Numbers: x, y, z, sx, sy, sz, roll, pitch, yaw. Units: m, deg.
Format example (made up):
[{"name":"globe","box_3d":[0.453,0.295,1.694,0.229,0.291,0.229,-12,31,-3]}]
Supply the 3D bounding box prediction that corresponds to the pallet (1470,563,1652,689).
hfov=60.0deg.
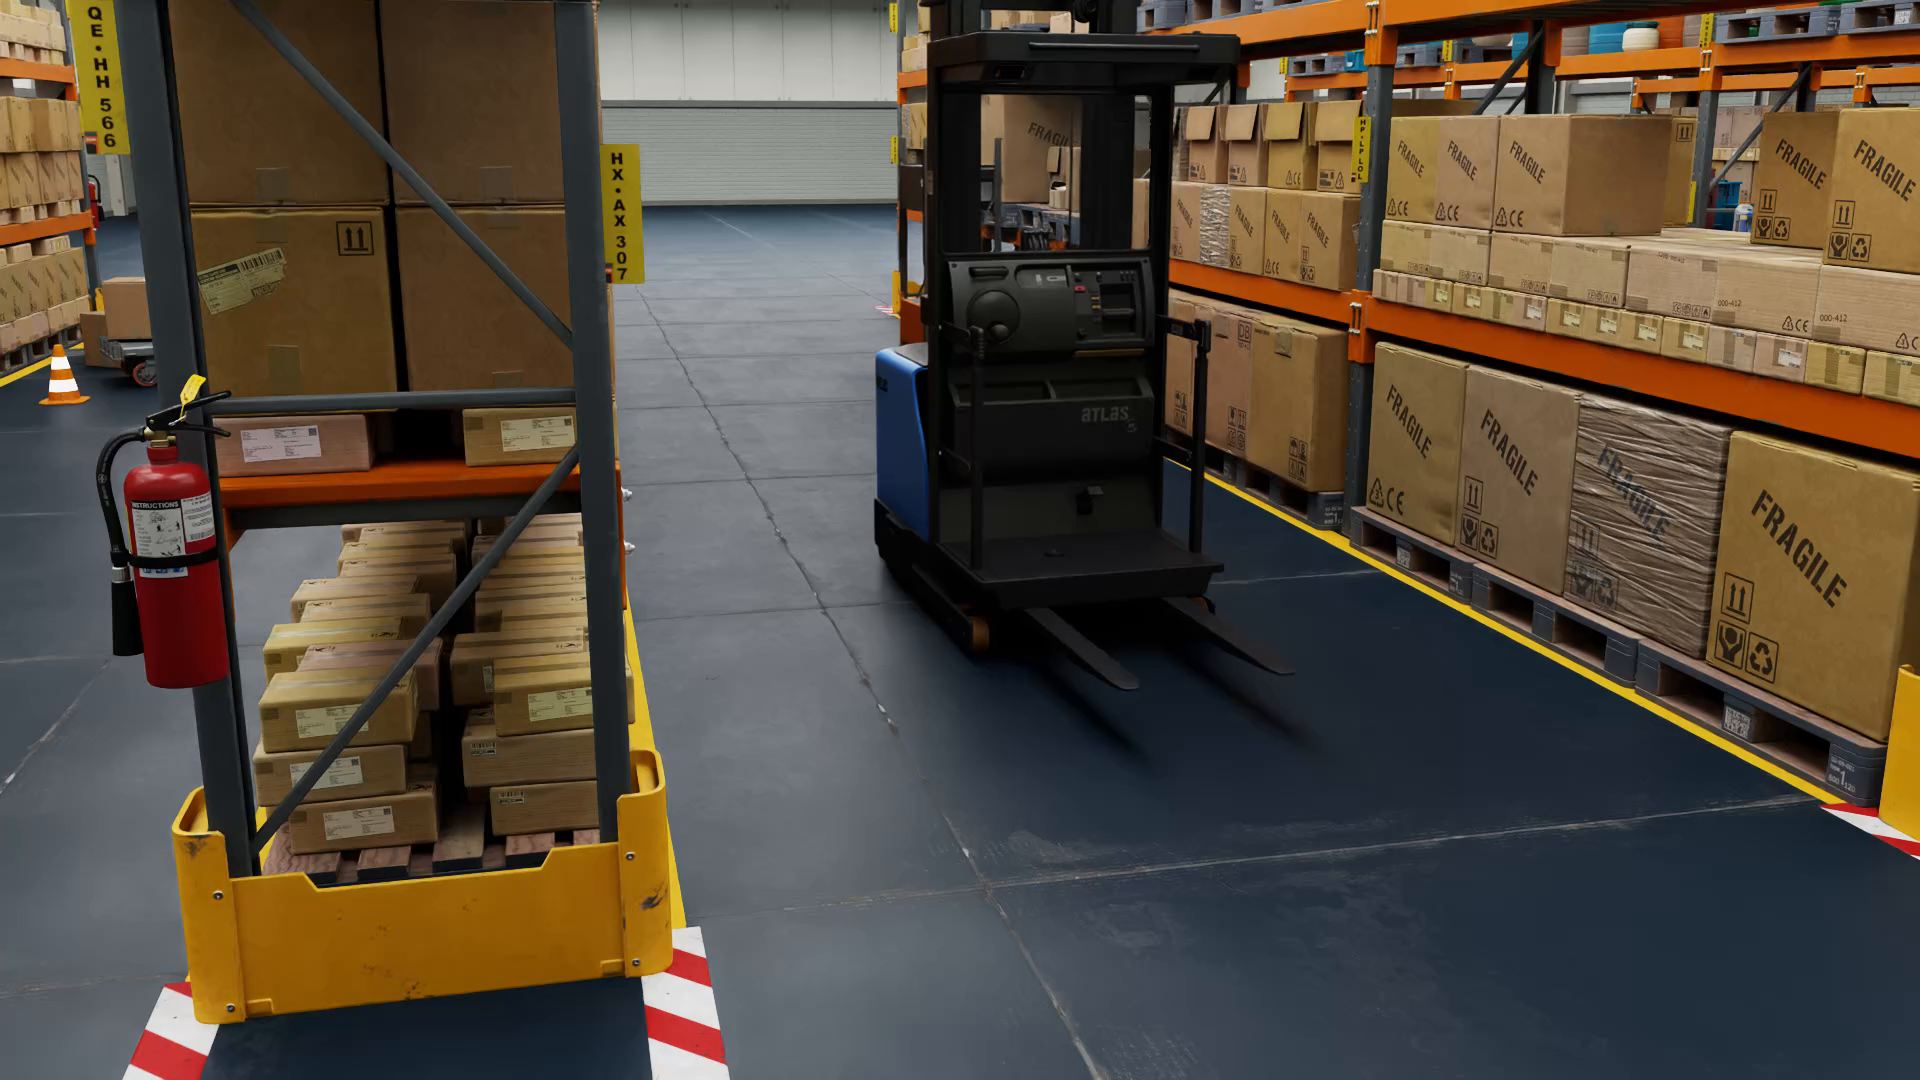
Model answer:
[{"name":"pallet","box_3d":[2.965,0.318,7.179,1.003,0.211,1.213,-3,14,-13]}]

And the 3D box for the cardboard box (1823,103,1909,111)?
[{"name":"cardboard box","box_3d":[10.213,-4.676,18.800,0.700,0.500,0.500,-3,14,-13]}]

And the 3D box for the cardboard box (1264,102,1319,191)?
[{"name":"cardboard box","box_3d":[2.264,-2.340,9.859,0.797,0.503,0.637,-3,14,-13]}]

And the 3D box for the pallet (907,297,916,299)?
[{"name":"pallet","box_3d":[-0.072,-2.705,19.553,1.003,0.211,1.213,-3,14,-13]}]

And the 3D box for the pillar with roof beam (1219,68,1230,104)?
[{"name":"pillar with roof beam","box_3d":[3.973,-14.576,49.629,9.100,9.000,0.400,-3,14,-13]}]

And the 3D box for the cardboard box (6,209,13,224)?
[{"name":"cardboard box","box_3d":[-9.021,-2.993,15.388,0.380,0.149,0.250,-3,14,-13]}]

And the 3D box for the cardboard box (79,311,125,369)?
[{"name":"cardboard box","box_3d":[-7.868,-1.901,15.650,0.500,0.500,0.500,7,15,26]}]

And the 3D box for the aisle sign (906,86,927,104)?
[{"name":"aisle sign","box_3d":[-0.552,-5.527,19.751,0.394,0.787,0.004,-3,14,-13]}]

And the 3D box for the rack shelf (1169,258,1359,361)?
[{"name":"rack shelf","box_3d":[2.103,-1.610,10.712,1.077,0.370,4.000,-3,14,-13]}]

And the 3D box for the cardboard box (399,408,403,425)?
[{"name":"cardboard box","box_3d":[-1.780,-0.376,4.675,0.380,0.149,0.250,-3,14,-14]}]

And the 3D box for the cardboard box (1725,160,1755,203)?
[{"name":"cardboard box","box_3d":[9.848,-4.401,20.409,0.700,0.500,0.500,-3,14,-11]}]

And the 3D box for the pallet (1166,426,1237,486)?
[{"name":"pallet","box_3d":[2.028,-0.599,10.935,1.003,0.211,1.213,-3,14,-13]}]

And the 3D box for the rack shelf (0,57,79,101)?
[{"name":"rack shelf","box_3d":[-9.409,-4.360,15.649,1.077,0.370,4.000,-3,14,-13]}]

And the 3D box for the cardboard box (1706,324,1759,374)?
[{"name":"cardboard box","box_3d":[2.930,-0.693,5.971,0.380,0.149,0.250,-3,14,-12]}]

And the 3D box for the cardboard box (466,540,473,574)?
[{"name":"cardboard box","box_3d":[-2.199,0.063,6.844,0.380,0.149,0.250,-4,14,-16]}]

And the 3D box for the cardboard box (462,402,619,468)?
[{"name":"cardboard box","box_3d":[-1.091,-0.293,4.335,0.380,0.149,0.250,-3,14,-14]}]

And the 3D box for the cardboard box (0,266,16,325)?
[{"name":"cardboard box","box_3d":[-8.815,-2.175,14.837,0.500,0.500,0.500,-3,14,-11]}]

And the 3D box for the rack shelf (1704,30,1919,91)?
[{"name":"rack shelf","box_3d":[6.917,-3.343,11.486,1.077,0.370,4.000,-3,14,-13]}]

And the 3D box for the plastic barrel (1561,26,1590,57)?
[{"name":"plastic barrel","box_3d":[5.992,-5.064,15.958,0.600,0.901,0.600,0,14,0]}]

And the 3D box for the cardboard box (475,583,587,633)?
[{"name":"cardboard box","box_3d":[-1.381,0.255,5.430,0.380,0.149,0.250,-4,14,-16]}]

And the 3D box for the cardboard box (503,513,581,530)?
[{"name":"cardboard box","box_3d":[-1.634,-0.050,6.680,0.380,0.149,0.250,-4,14,-16]}]

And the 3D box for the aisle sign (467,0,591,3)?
[{"name":"aisle sign","box_3d":[-1.024,-1.585,3.616,0.394,0.787,0.004,-3,14,-13]}]

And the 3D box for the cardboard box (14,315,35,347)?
[{"name":"cardboard box","box_3d":[-8.952,-1.933,15.428,0.500,0.250,0.500,-2,14,-10]}]

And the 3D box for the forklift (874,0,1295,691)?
[{"name":"forklift","box_3d":[0.467,-1.018,7.052,1.129,2.867,3.031,-4,14,-16]}]

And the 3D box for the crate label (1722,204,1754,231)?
[{"name":"crate label","box_3d":[6.713,-2.734,14.148,0.303,0.233,0.416,-3,14,-13]}]

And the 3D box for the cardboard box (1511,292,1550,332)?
[{"name":"cardboard box","box_3d":[2.623,-0.990,7.189,0.380,0.149,0.250,-3,14,-13]}]

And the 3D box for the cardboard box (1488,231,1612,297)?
[{"name":"cardboard box","box_3d":[2.667,-1.212,7.258,0.500,0.250,0.500,-3,14,-12]}]

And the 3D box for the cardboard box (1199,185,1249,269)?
[{"name":"cardboard box","box_3d":[1.845,-1.990,10.540,0.500,0.500,0.500,-3,14,-13]}]

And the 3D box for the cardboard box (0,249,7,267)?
[{"name":"cardboard box","box_3d":[-8.786,-2.522,14.892,0.380,0.149,0.250,-3,14,-12]}]

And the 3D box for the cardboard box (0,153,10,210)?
[{"name":"cardboard box","box_3d":[-8.912,-3.216,14.932,0.500,0.500,0.500,-3,14,-13]}]

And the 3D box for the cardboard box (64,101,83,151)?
[{"name":"cardboard box","box_3d":[-9.547,-4.287,17.210,0.700,0.500,0.500,-4,14,-15]}]

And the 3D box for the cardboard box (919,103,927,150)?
[{"name":"cardboard box","box_3d":[-0.152,-4.572,18.376,0.500,0.500,0.500,-3,14,-13]}]

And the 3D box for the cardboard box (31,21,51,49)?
[{"name":"cardboard box","box_3d":[-9.393,-5.023,16.535,0.500,0.250,0.500,-3,14,-14]}]

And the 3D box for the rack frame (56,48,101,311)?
[{"name":"rack frame","box_3d":[-9.879,-3.714,17.808,1.000,3.000,0.127,-3,14,-13]}]

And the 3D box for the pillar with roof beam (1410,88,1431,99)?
[{"name":"pillar with roof beam","box_3d":[6.792,-11.808,38.298,9.100,9.000,0.400,-3,14,-13]}]

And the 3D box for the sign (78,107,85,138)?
[{"name":"sign","box_3d":[-9.335,-4.456,17.741,0.100,0.325,0.005,-3,14,-13]}]

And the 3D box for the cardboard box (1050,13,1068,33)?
[{"name":"cardboard box","box_3d":[1.038,-4.131,13.510,0.500,0.250,0.500,-3,14,-12]}]

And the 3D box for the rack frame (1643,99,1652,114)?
[{"name":"rack frame","box_3d":[9.387,-4.818,22.326,0.949,2.616,0.053,-3,14,-13]}]

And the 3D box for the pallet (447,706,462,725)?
[{"name":"pallet","box_3d":[-1.790,0.545,6.252,1.003,0.211,1.213,-3,14,-13]}]

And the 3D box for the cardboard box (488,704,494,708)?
[{"name":"cardboard box","box_3d":[-1.216,0.513,5.003,0.380,0.149,0.250,-3,14,-13]}]

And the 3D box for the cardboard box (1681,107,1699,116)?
[{"name":"cardboard box","box_3d":[9.623,-5.255,21.171,0.700,0.500,0.500,-4,14,-15]}]

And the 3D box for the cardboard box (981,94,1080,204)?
[{"name":"cardboard box","box_3d":[0.744,-3.648,15.389,1.000,1.000,1.000,-3,14,-13]}]

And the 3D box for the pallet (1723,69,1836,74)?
[{"name":"pallet","box_3d":[9.815,-5.785,20.152,1.003,0.211,1.213,-3,14,-13]}]

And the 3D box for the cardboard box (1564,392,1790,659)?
[{"name":"cardboard box","box_3d":[3.070,-0.100,6.609,0.875,0.875,0.875,-3,14,-13]}]

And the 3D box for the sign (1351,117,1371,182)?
[{"name":"sign","box_3d":[2.047,-1.989,8.477,0.100,0.325,0.005,-3,14,-13]}]

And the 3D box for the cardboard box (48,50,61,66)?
[{"name":"cardboard box","box_3d":[-9.433,-4.927,16.981,0.380,0.149,0.250,-3,14,-13]}]

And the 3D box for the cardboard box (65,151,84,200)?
[{"name":"cardboard box","box_3d":[-9.483,-3.797,17.311,0.500,0.500,0.500,-4,14,-14]}]

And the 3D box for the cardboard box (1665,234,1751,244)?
[{"name":"cardboard box","box_3d":[3.291,-1.128,6.914,0.500,0.250,0.500,-4,14,-14]}]

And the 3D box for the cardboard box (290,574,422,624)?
[{"name":"cardboard box","box_3d":[-2.008,0.226,5.551,0.380,0.149,0.250,-3,14,-11]}]

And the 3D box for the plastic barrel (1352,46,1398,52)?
[{"name":"plastic barrel","box_3d":[4.960,-6.039,19.723,0.600,0.588,0.600,0,14,0]}]

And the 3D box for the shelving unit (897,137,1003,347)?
[{"name":"shelving unit","box_3d":[-0.057,-1.049,8.796,0.431,2.100,0.503,-4,14,-16]}]

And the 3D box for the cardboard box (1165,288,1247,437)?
[{"name":"cardboard box","box_3d":[1.977,-1.226,11.218,1.225,0.875,0.875,-3,14,-13]}]

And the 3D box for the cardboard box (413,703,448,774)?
[{"name":"cardboard box","box_3d":[-1.797,0.630,5.152,0.380,0.149,0.250,-3,14,-13]}]

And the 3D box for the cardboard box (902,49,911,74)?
[{"name":"cardboard box","box_3d":[-0.384,-5.525,19.217,0.500,0.250,0.500,-3,14,-12]}]

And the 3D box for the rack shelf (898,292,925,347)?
[{"name":"rack shelf","box_3d":[-0.057,-1.036,8.799,0.431,0.518,0.480,-4,14,-16]}]

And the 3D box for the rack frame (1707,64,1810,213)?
[{"name":"rack frame","box_3d":[6.444,-2.697,13.644,0.949,2.616,0.053,-3,14,-13]}]

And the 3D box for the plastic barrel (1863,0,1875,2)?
[{"name":"plastic barrel","box_3d":[6.842,-4.052,12.277,0.301,0.262,0.301,0,14,0]}]

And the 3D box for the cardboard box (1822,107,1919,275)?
[{"name":"cardboard box","box_3d":[3.142,-1.109,5.255,0.500,0.500,0.500,-3,14,-12]}]

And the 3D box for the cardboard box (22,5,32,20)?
[{"name":"cardboard box","box_3d":[-9.402,-5.194,16.395,0.380,0.149,0.250,-3,14,-13]}]

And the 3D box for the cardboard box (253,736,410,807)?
[{"name":"cardboard box","box_3d":[-1.735,0.609,4.611,0.380,0.149,0.250,-4,14,-15]}]
